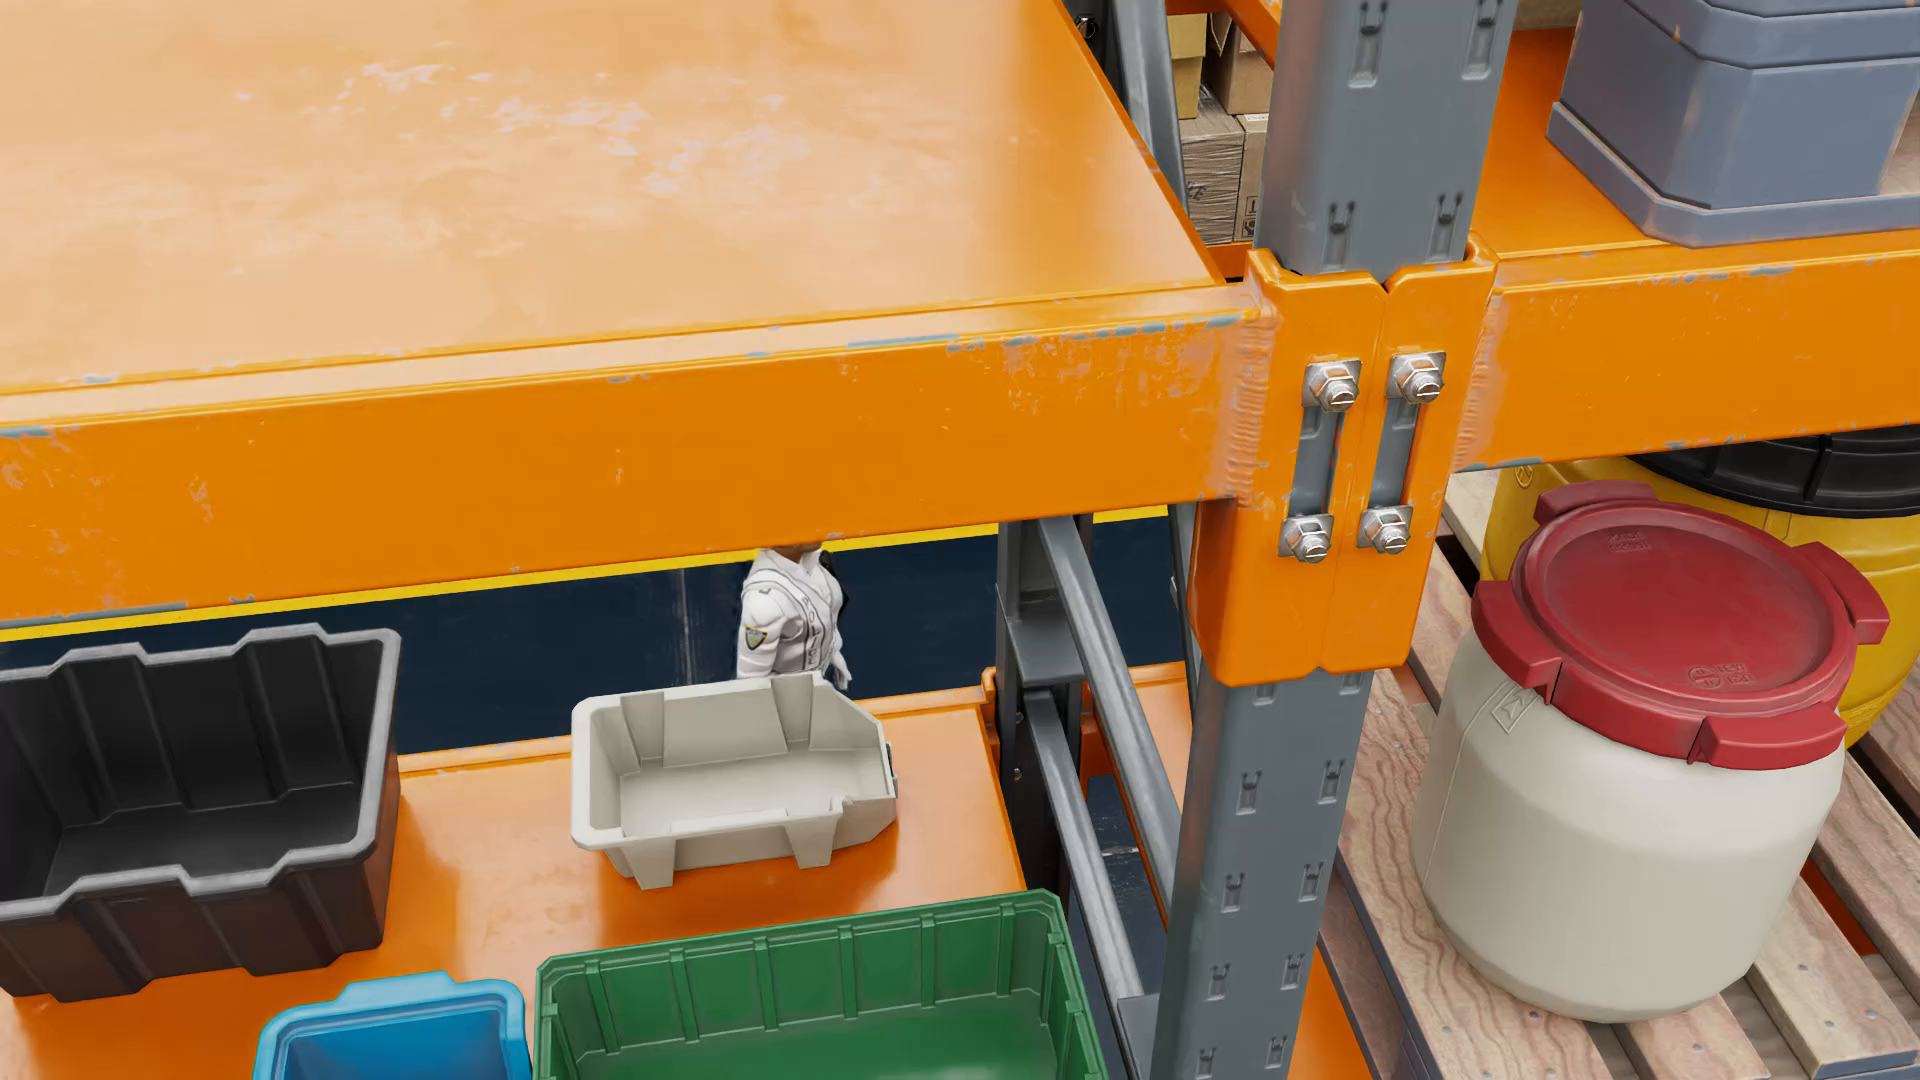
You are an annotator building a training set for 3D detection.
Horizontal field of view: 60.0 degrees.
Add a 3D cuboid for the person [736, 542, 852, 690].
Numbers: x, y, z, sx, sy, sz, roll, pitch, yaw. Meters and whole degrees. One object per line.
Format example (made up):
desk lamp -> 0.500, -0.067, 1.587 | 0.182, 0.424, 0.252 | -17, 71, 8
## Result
person -> -0.594, 0.500, 5.512 | 0.511, 1.695, 0.545 | 4, 39, 5
